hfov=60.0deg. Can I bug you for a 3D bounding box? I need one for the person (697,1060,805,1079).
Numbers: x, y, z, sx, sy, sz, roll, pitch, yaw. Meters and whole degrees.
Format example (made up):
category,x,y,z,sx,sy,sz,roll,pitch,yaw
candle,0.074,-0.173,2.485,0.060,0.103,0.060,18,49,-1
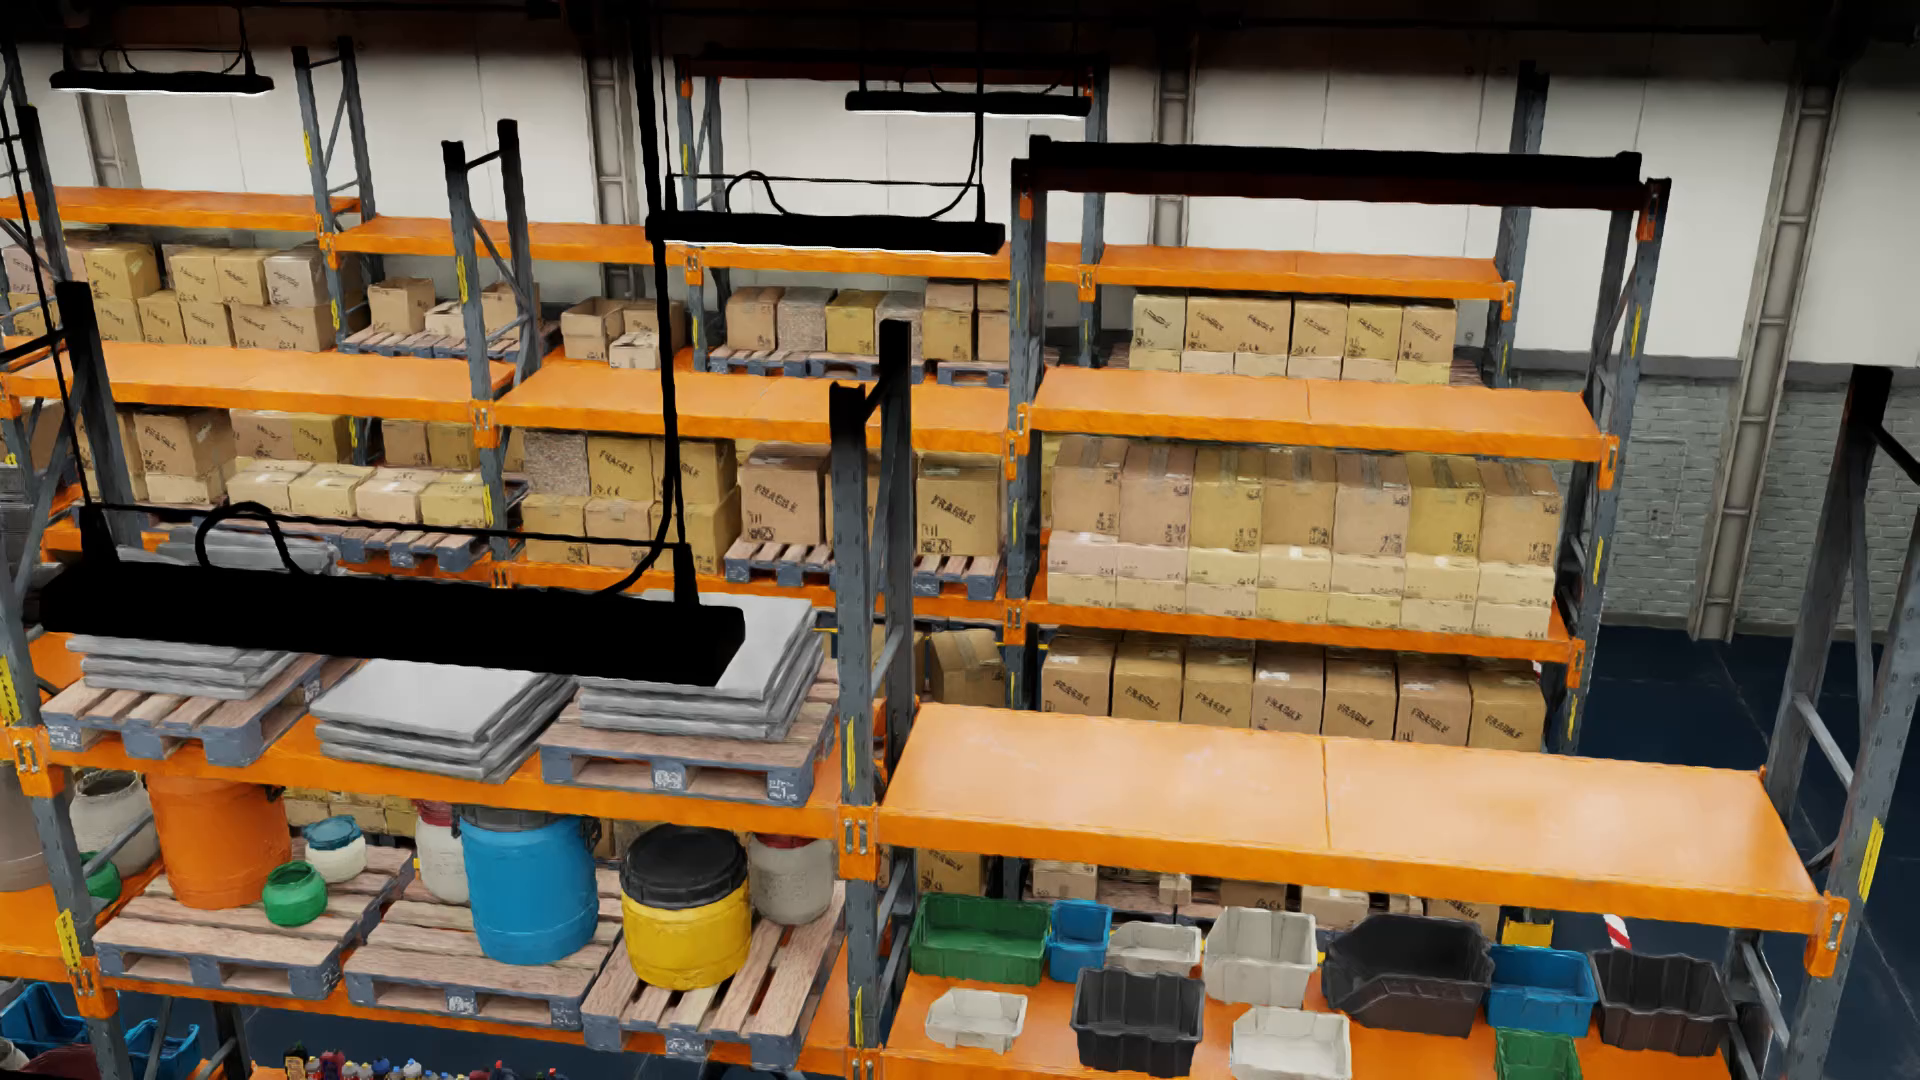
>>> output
category,x,y,z,sx,sy,sz,roll,pitch,yaw
person,-1.467,3.118,10.833,1.121,1.691,0.577,5,24,11
